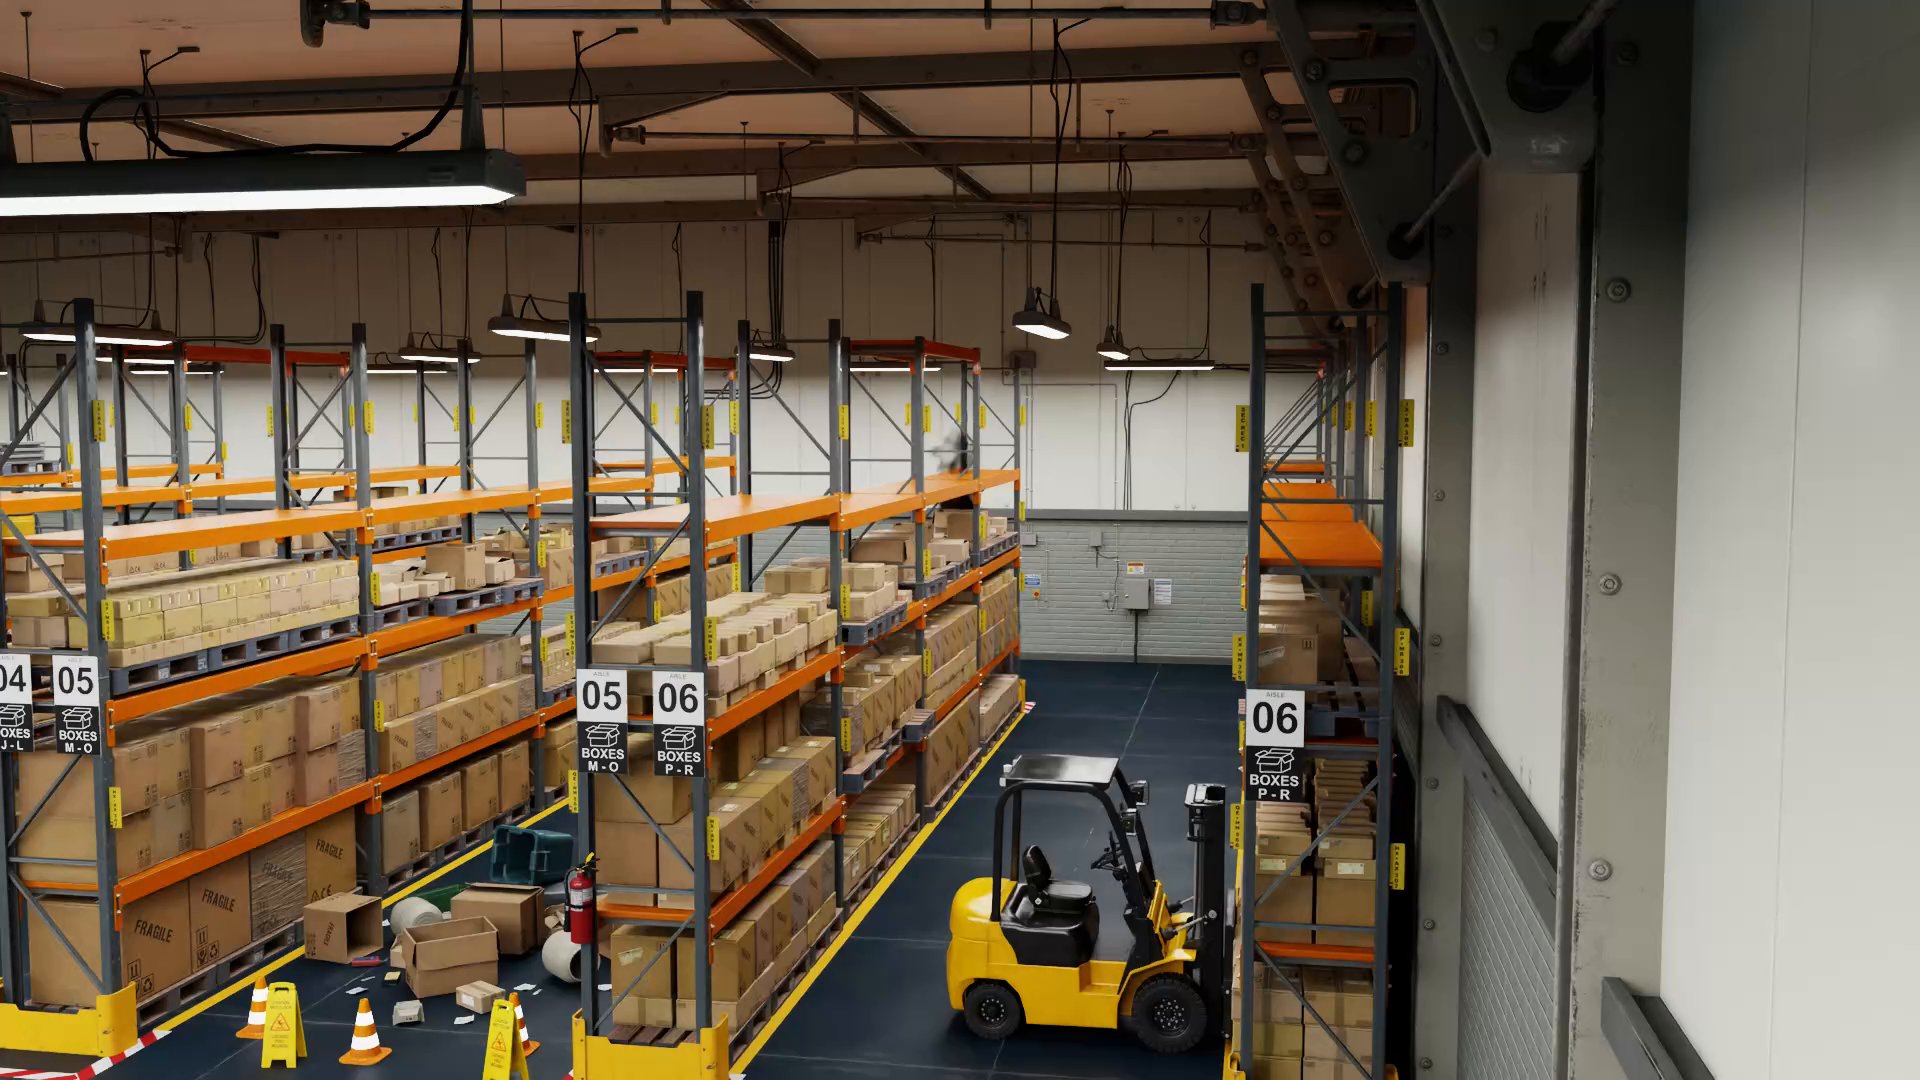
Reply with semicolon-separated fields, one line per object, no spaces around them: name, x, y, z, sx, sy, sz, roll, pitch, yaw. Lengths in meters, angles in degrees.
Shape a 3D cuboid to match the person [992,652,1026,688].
person;0.805;1.960;29.618;0.682;1.707;0.776;2;5;18
